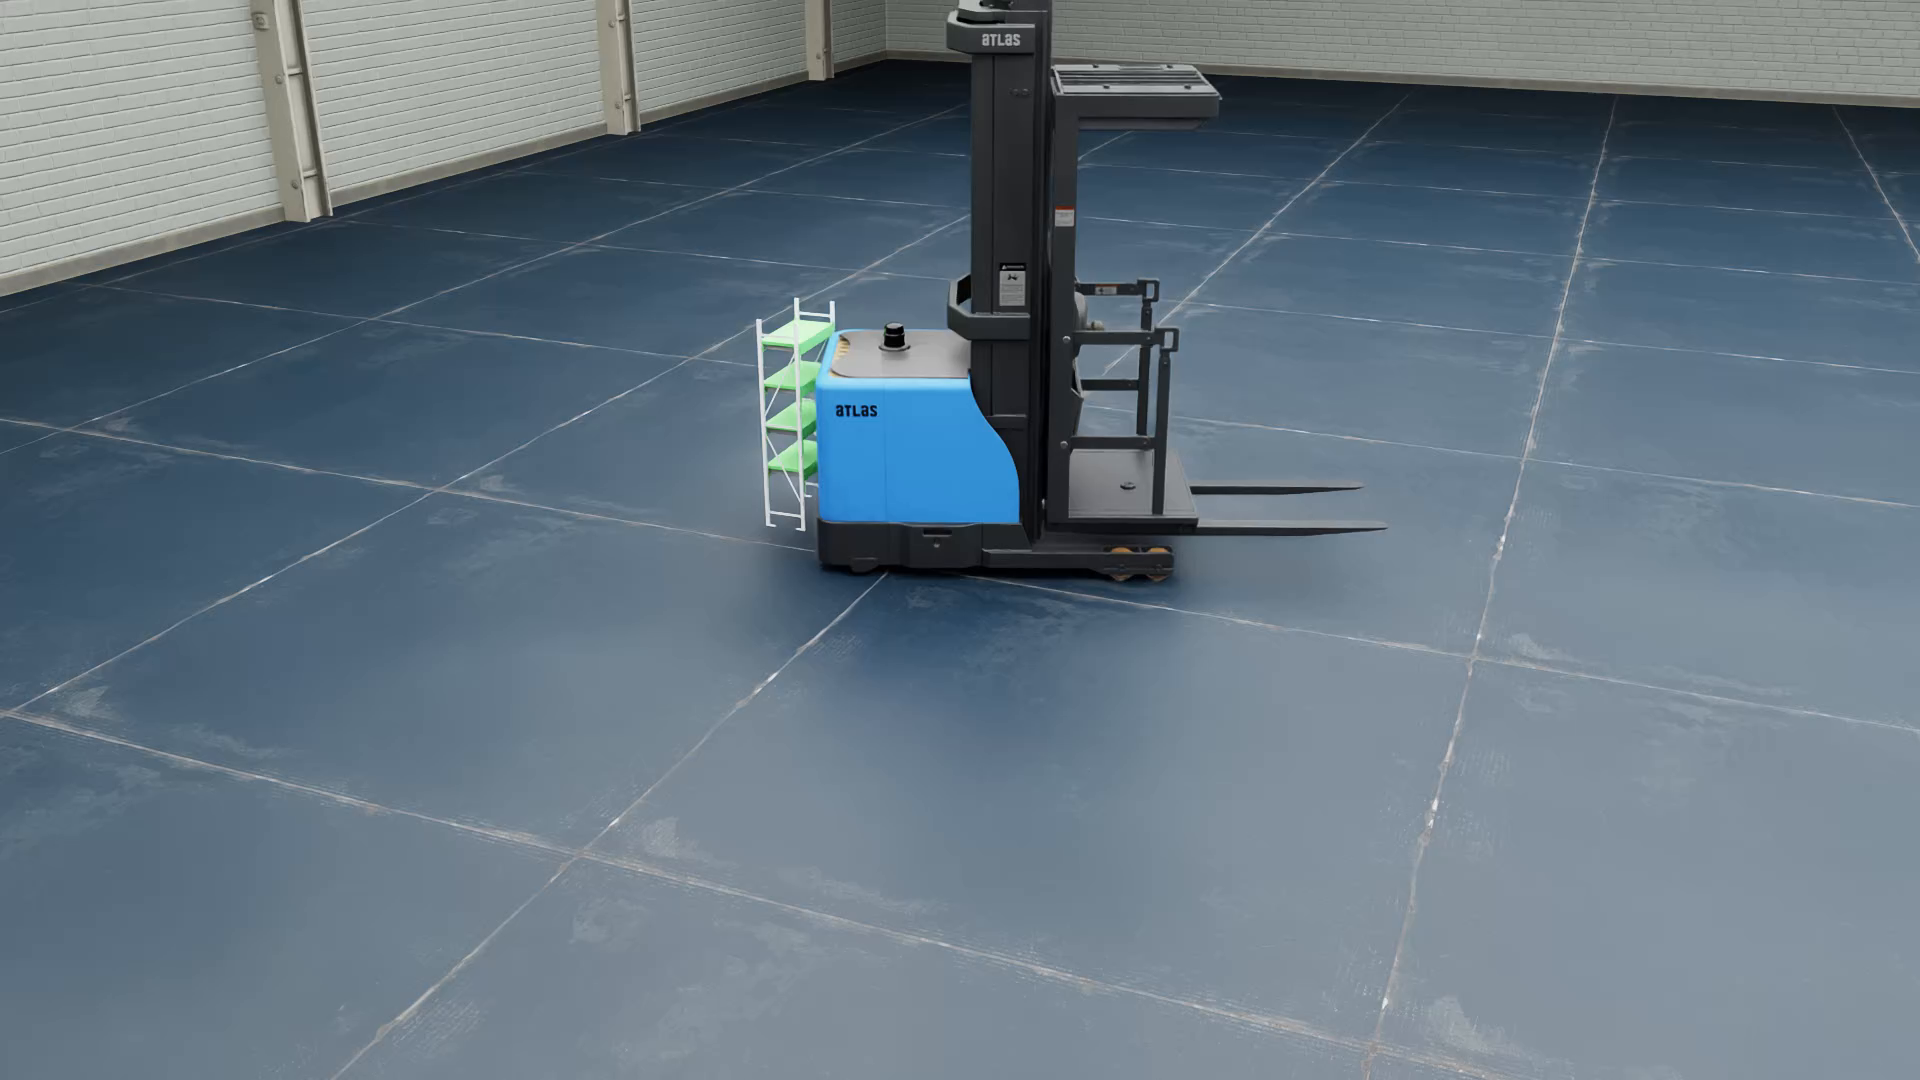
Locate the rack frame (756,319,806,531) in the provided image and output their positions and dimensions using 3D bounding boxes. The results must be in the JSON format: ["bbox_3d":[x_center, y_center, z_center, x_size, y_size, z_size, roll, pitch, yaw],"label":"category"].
[{"bbox_3d":[-0.985,-0.622,9.183,0.240,1.200,0.015,8,24,18],"label":"rack frame"}]

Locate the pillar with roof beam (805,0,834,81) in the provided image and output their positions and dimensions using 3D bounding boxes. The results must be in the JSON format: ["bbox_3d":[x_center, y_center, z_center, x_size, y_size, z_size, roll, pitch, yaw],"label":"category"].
[{"bbox_3d":[1.689,-11.179,24.337,9.100,9.000,0.400,9,24,20],"label":"pillar with roof beam"}]

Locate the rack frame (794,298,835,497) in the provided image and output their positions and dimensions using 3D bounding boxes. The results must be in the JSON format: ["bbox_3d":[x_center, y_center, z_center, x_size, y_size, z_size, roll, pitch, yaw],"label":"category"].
[{"bbox_3d":[-0.822,-0.800,9.607,0.240,1.200,0.015,8,24,18],"label":"rack frame"}]

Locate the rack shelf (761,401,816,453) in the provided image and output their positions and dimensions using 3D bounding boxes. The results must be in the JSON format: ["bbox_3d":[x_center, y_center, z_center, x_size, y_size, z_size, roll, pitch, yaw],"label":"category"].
[{"bbox_3d":[-0.904,-0.652,9.420,0.258,0.148,0.480,8,24,18],"label":"rack shelf"}]

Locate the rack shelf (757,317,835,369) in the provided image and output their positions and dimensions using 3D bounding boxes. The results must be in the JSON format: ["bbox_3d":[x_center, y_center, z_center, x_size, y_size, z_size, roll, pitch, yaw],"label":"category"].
[{"bbox_3d":[-0.904,-1.095,9.235,0.258,0.148,0.480,8,24,18],"label":"rack shelf"}]

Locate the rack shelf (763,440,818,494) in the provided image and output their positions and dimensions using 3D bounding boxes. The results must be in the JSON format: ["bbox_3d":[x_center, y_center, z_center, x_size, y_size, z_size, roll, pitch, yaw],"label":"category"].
[{"bbox_3d":[-0.904,-0.430,9.512,0.258,0.148,0.480,8,24,18],"label":"rack shelf"}]

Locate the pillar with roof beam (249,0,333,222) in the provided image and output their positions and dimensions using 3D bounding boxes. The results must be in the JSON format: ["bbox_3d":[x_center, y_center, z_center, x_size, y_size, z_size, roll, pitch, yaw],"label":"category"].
[{"bbox_3d":[-2.768,-6.884,14.056,9.100,9.000,0.400,9,24,20],"label":"pillar with roof beam"}]

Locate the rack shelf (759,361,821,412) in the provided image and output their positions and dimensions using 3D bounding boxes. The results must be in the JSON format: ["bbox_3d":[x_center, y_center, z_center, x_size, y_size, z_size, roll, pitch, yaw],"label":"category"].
[{"bbox_3d":[-0.904,-0.873,9.327,0.258,0.148,0.480,8,24,18],"label":"rack shelf"}]

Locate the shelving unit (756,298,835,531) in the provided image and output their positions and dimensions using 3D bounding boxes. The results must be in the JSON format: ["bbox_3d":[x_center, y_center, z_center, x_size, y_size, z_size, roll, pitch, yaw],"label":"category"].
[{"bbox_3d":[-0.904,-0.711,9.395,0.258,1.200,0.503,8,24,18],"label":"shelving unit"}]

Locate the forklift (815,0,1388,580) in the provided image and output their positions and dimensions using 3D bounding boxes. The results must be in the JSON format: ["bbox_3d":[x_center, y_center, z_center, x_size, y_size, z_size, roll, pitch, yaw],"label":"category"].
[{"bbox_3d":[0.767,-1.349,8.677,3.031,2.935,1.130,0,23,1],"label":"forklift"}]

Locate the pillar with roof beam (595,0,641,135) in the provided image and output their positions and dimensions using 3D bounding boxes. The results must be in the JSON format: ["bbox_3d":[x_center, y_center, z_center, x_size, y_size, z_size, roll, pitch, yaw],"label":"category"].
[{"bbox_3d":[-0.539,-9.032,19.197,9.100,9.000,0.400,9,24,20],"label":"pillar with roof beam"}]
